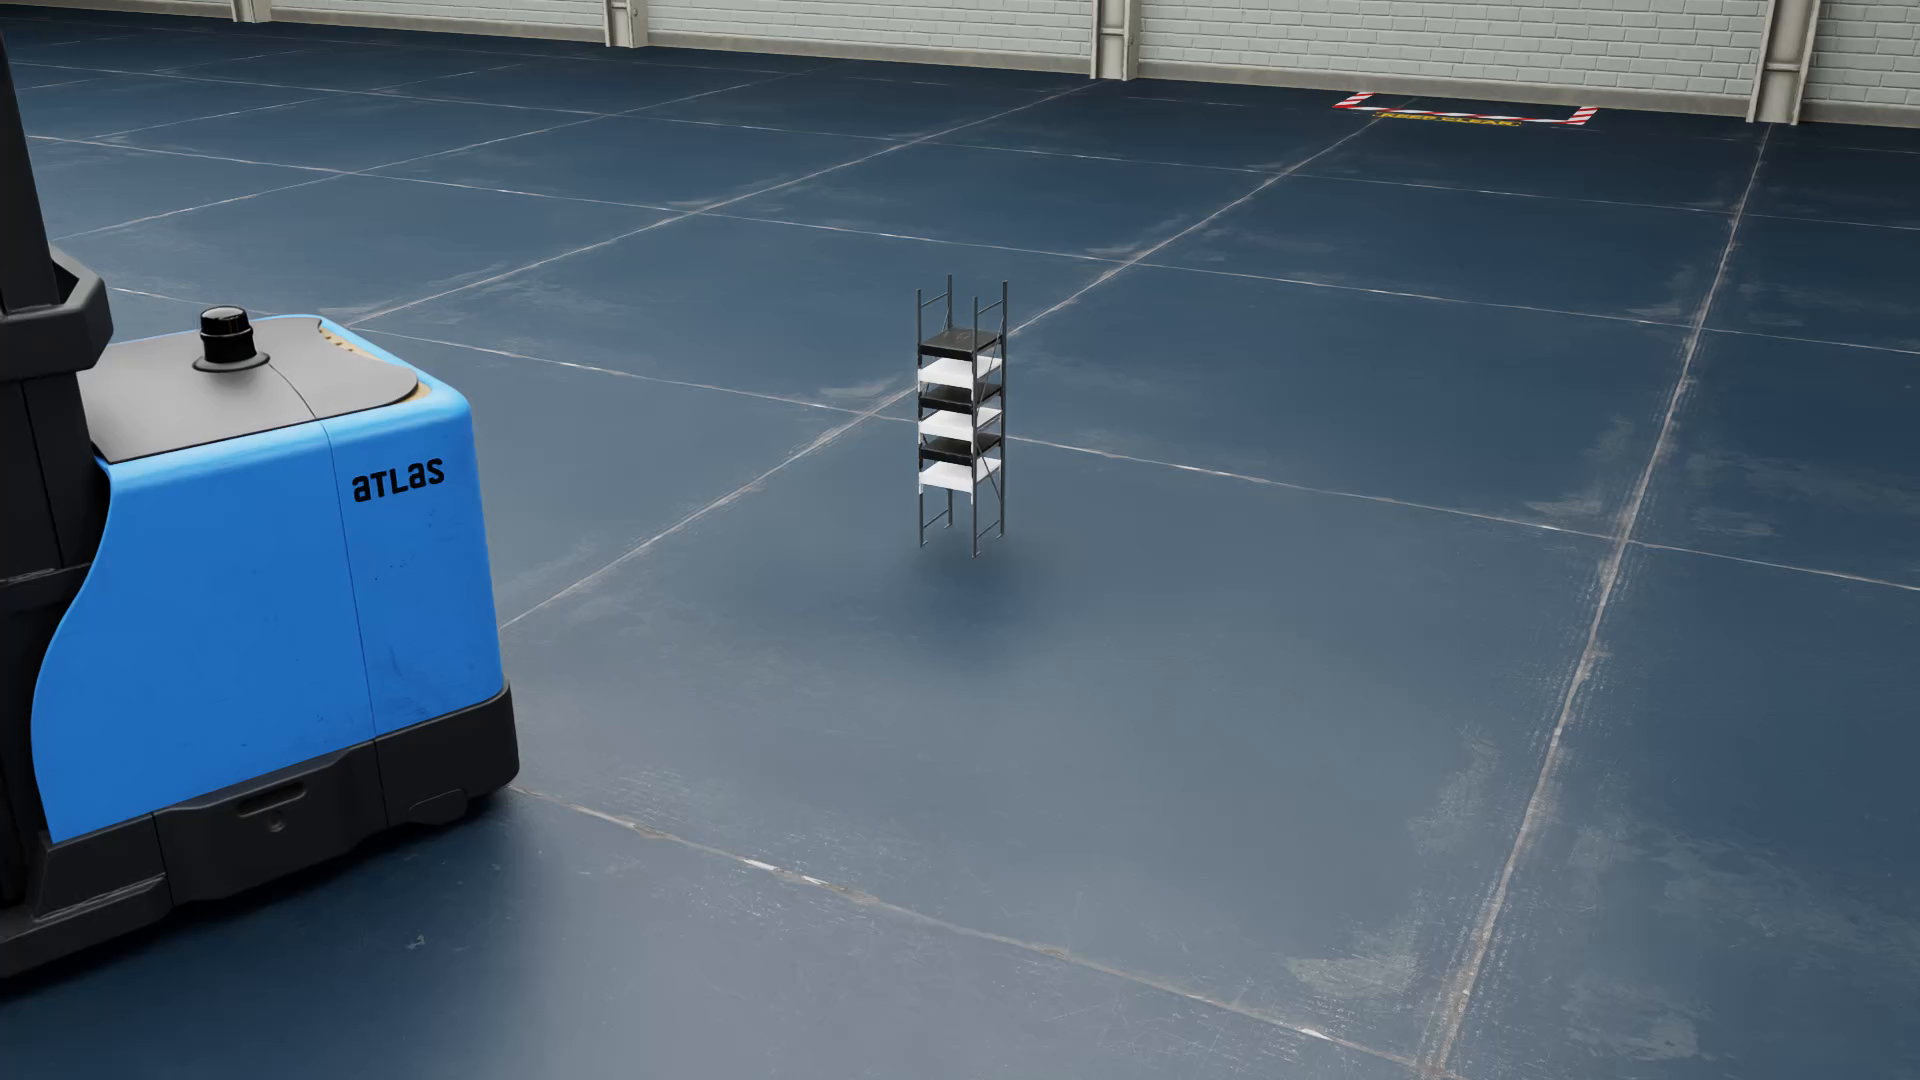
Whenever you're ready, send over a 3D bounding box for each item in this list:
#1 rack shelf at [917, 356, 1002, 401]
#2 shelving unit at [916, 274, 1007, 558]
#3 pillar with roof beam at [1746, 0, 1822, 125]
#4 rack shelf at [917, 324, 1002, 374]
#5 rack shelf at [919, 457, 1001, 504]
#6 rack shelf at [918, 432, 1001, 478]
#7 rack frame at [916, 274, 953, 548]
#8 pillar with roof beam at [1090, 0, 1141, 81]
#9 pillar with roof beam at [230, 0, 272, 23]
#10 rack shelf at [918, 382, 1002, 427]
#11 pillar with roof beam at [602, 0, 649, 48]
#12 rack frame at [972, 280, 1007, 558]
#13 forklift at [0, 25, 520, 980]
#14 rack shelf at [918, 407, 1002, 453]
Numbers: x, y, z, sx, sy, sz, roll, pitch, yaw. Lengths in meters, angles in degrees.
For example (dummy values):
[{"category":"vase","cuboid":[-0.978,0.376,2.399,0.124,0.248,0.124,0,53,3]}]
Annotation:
[{"category":"rack shelf","cuboid":[0.007,-0.548,5.513,0.200,0.077,0.258,11,25,25]},{"category":"shelving unit","cuboid":[0.007,-0.413,5.571,0.210,0.900,0.258,11,25,25]},{"category":"pillar with roof beam","cuboid":[4.952,-6.193,8.814,0.400,9.000,9.100,11,25,25]},{"category":"rack shelf","cuboid":[0.007,-0.630,5.478,0.200,0.077,0.258,11,25,25]},{"category":"rack shelf","cuboid":[0.007,-0.216,5.654,0.200,0.077,0.258,11,25,25]},{"category":"rack shelf","cuboid":[0.007,-0.299,5.619,0.200,0.077,0.258,11,25,25]},{"category":"rack frame","cuboid":[-0.083,-0.431,5.613,0.006,0.900,0.240,11,25,25]},{"category":"pillar with roof beam","cuboid":[-0.403,-7.253,11.306,0.400,9.000,9.100,11,25,25]},{"category":"pillar with roof beam","cuboid":[-11.112,-9.372,16.288,0.400,9.000,9.100,11,25,25]},{"category":"rack shelf","cuboid":[0.007,-0.465,5.548,0.200,0.077,0.258,11,25,25]},{"category":"pillar with roof beam","cuboid":[-5.757,-8.312,13.797,0.400,9.000,9.100,11,25,25]},{"category":"rack frame","cuboid":[0.098,-0.395,5.528,0.006,0.900,0.240,11,25,25]},{"category":"forklift","cuboid":[-2.565,-0.467,3.103,3.031,2.935,1.130,-18,29,-36]},{"category":"rack shelf","cuboid":[0.007,-0.382,5.584,0.200,0.077,0.258,11,25,25]}]
